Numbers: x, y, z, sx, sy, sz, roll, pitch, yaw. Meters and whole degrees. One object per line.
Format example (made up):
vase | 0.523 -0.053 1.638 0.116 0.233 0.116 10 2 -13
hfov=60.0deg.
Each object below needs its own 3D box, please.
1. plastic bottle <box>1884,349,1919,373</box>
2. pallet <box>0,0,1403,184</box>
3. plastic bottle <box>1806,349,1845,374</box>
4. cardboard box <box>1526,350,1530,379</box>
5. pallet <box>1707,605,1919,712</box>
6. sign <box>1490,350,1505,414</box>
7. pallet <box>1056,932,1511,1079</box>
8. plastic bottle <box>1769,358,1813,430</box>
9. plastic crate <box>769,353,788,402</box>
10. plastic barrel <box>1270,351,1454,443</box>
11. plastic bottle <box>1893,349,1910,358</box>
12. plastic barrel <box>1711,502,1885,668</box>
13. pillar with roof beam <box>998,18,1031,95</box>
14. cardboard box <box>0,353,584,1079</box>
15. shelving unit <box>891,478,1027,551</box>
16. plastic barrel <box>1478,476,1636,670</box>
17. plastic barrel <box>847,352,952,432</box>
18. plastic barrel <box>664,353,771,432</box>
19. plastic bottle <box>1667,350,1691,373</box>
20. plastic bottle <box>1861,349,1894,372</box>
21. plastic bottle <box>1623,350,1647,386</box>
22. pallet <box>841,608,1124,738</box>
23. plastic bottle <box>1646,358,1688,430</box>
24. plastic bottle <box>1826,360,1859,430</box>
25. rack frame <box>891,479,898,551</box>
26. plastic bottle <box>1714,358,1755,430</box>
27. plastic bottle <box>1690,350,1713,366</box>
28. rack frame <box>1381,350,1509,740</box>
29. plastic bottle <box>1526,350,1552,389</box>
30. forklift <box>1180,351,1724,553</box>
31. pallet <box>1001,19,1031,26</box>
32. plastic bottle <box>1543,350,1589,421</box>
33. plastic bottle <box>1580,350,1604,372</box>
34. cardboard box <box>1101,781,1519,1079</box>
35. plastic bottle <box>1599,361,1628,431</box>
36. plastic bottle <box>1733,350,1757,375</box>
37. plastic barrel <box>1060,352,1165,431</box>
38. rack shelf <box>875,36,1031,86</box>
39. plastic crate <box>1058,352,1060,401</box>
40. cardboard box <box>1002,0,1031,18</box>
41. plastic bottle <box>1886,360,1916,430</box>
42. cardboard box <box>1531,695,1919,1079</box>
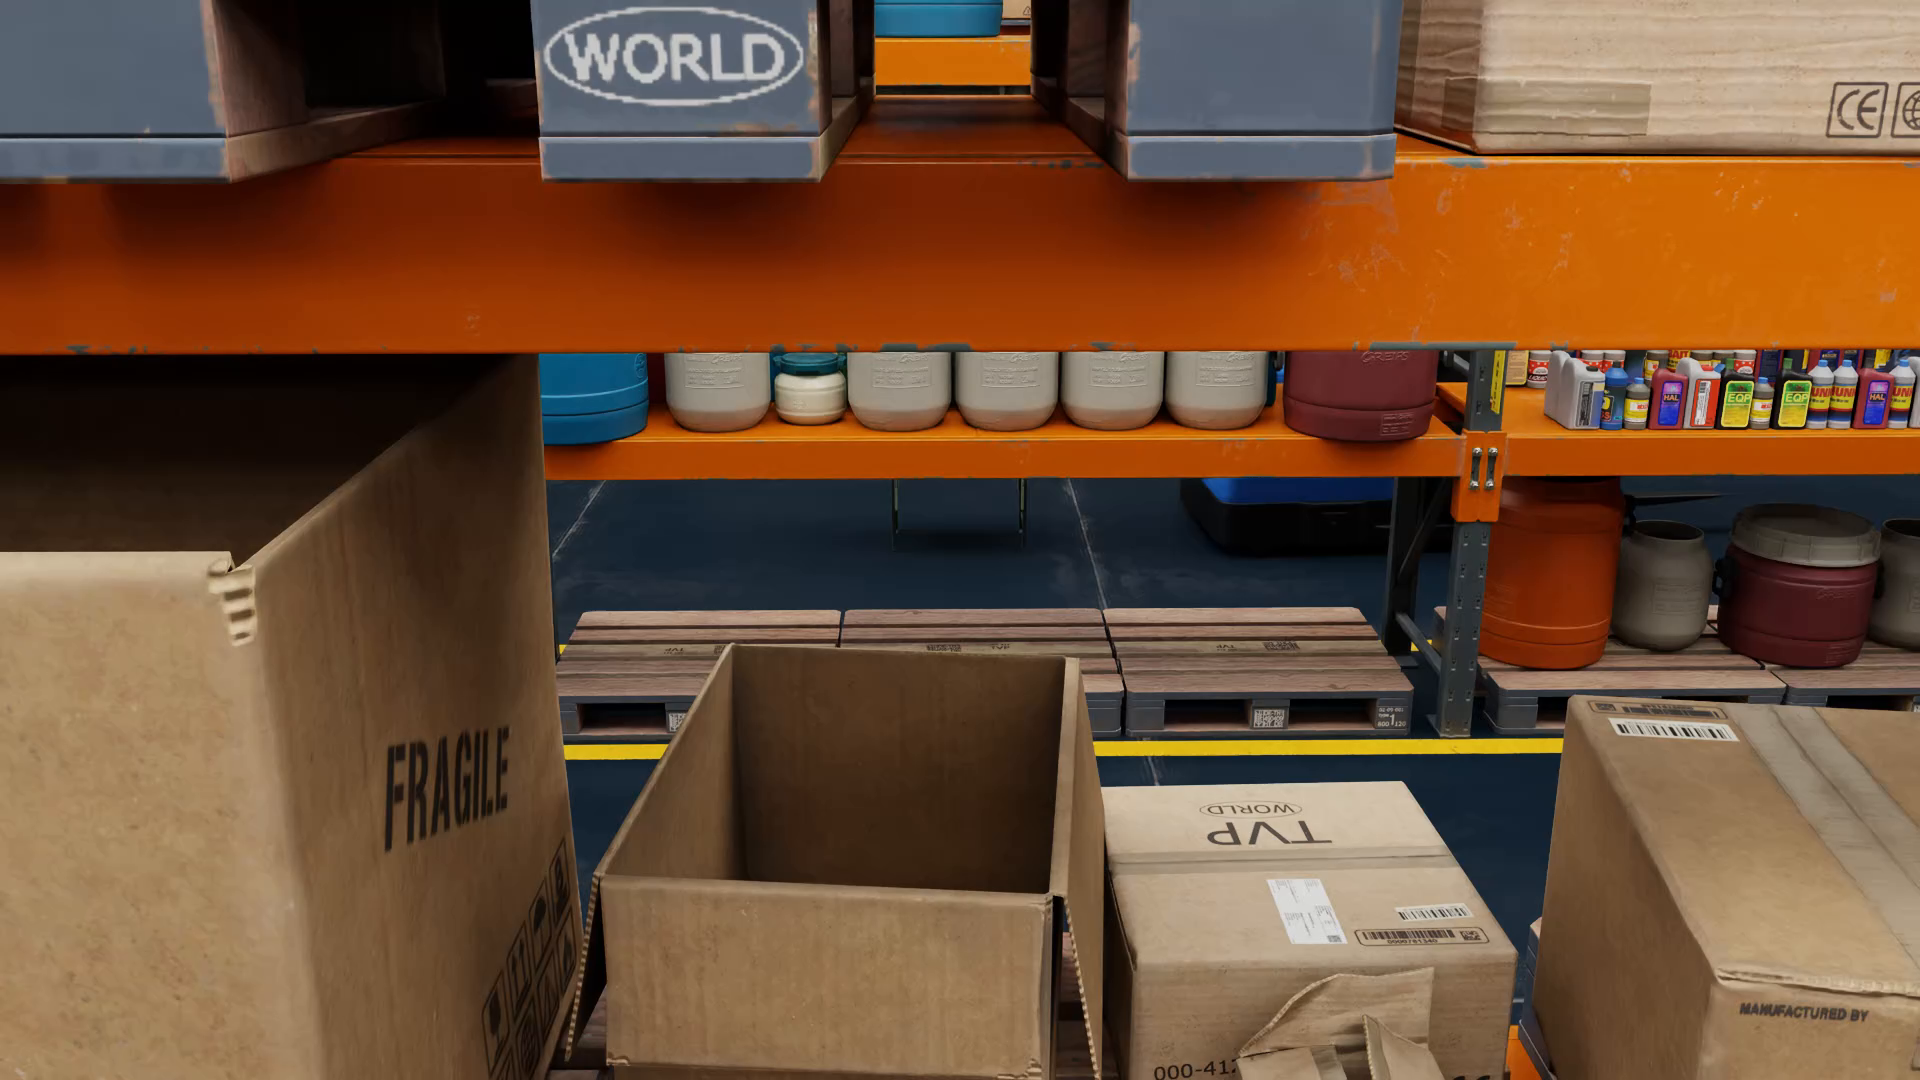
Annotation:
plastic bottle | 3.909 -0.679 6.835 0.185 0.351 0.144 0 18 -1
pallet | -0.203 -0.531 1.688 1.003 0.211 1.213 0 18 -1
plastic bottle | 3.790 -0.786 7.280 0.133 0.283 0.061 0 18 -1
cardboard box | 3.994 -1.204 11.761 0.500 0.500 0.500 -1 18 -3
pallet | 4.067 0.559 7.460 1.213 0.211 1.003 0 18 -1
sign | 2.078 -0.657 6.418 0.005 0.325 0.100 0 18 -1
pallet | 0.162 0.879 2.212 1.213 0.211 1.003 0 18 -1
plastic bottle | 3.328 -0.585 6.652 0.133 0.283 0.061 0 18 -1
plastic crate | -0.839 -0.821 7.222 0.575 0.384 0.392 0 18 -1
plastic barrel | 1.603 -0.717 6.651 0.708 0.536 0.600 0 18 -1
plastic bottle | 4.126 -0.777 7.269 0.097 0.271 0.097 0 18 0
plastic barrel | 3.680 0.188 7.311 0.708 0.588 0.600 0 18 -1
pillar with roof beam | 0.660 -5.573 12.188 0.400 9.000 9.100 0 18 -1
cardboard box | -1.063 0.338 1.914 1.000 1.000 1.000 0 18 0
shelving unit | -0.007 -0.714 9.318 0.755 1.500 0.431 0 18 -1
plastic barrel | 2.551 0.078 7.258 0.708 0.830 0.600 0 18 -1
plastic barrel | -0.244 -0.734 6.702 0.433 0.535 0.433 0 18 0
plastic barrel | -0.977 -0.730 6.691 0.433 0.535 0.433 0 18 0
plastic bottle | 3.196 -0.816 7.392 0.097 0.271 0.097 0 18 0
plastic bottle | 4.081 -0.851 7.371 0.185 0.351 0.144 0 18 -1
plastic bottle | 3.001 -0.815 7.389 0.097 0.271 0.097 0 18 0
pallet | 0.070 0.577 7.402 1.213 0.211 1.003 0 18 -1
plastic bottle | 2.829 -0.583 6.645 0.133 0.283 0.061 0 18 -1
plastic bottle | 3.540 -0.586 6.675 0.097 0.271 0.097 0 18 0
rack frame | -0.373 -0.712 9.313 0.023 1.500 0.400 0 18 -1
plastic bottle | 3.097 -0.584 6.649 0.133 0.283 0.061 0 18 -1
plastic bottle | 3.293 -0.783 7.404 0.097 0.201 0.097 0 18 0
rack frame | 2.062 -0.747 6.967 0.127 3.000 1.000 0 18 -1
plastic bottle | 2.575 -0.780 7.394 0.097 0.201 0.097 0 18 0
forklift | 2.886 -1.497 9.417 3.031 2.935 1.130 -2 18 -6
pallet | 0.192 -3.562 11.139 1.213 0.211 1.003 1 18 2
plastic bottle | 2.497 -0.638 6.829 0.135 0.276 0.152 0 18 -1
plastic bottle | 2.806 -0.781 7.397 0.097 0.201 0.097 0 18 0
cardboard box | 0.461 0.575 2.404 0.500 0.250 0.500 -1 18 -2
plastic bottle | 2.616 -0.582 6.661 0.097 0.271 0.097 0 18 0
plastic bottle | 3.488 -0.784 7.407 0.097 0.201 0.097 0 18 0
plastic barrel | 0.616 -0.728 6.725 0.421 0.512 0.421 0 18 0
rack shelf | 0.062 -1.824 6.588 4.000 0.370 1.077 0 18 -1
plastic crate | 0.442 -0.864 7.224 0.583 0.464 0.402 0 18 -1
cardboard box | 0.608 -5.282 15.991 0.637 0.503 0.797 2 18 7
plastic bottle | 3.771 -0.587 6.678 0.097 0.271 0.097 0 18 0
cardboard box | 1.044 0.566 2.022 0.500 0.500 0.700 2 18 7
